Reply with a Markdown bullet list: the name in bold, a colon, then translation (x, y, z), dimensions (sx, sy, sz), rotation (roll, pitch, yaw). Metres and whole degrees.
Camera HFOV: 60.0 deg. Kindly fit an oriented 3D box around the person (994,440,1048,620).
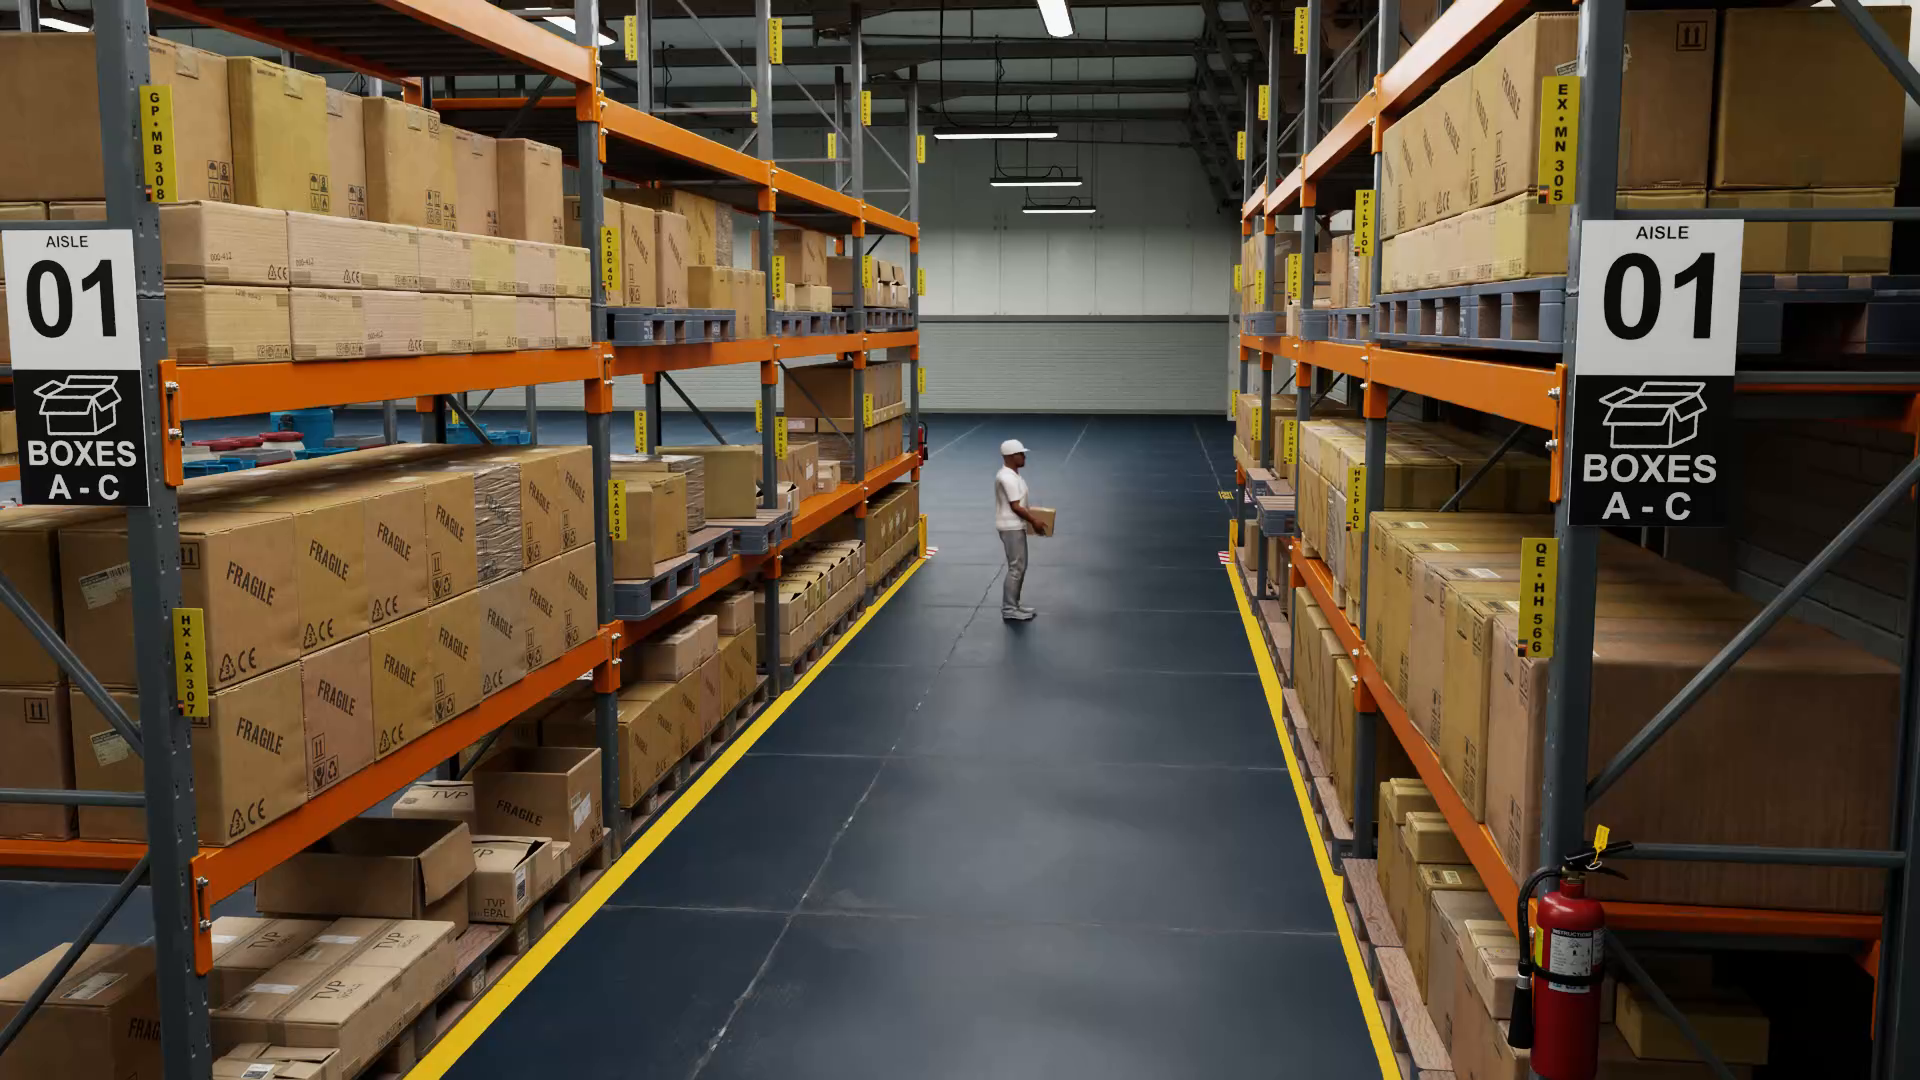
- **person**: translation (0.614, -0.109, 16.513), dimensions (0.541, 1.770, 0.548), rotation (1, 8, 6)
